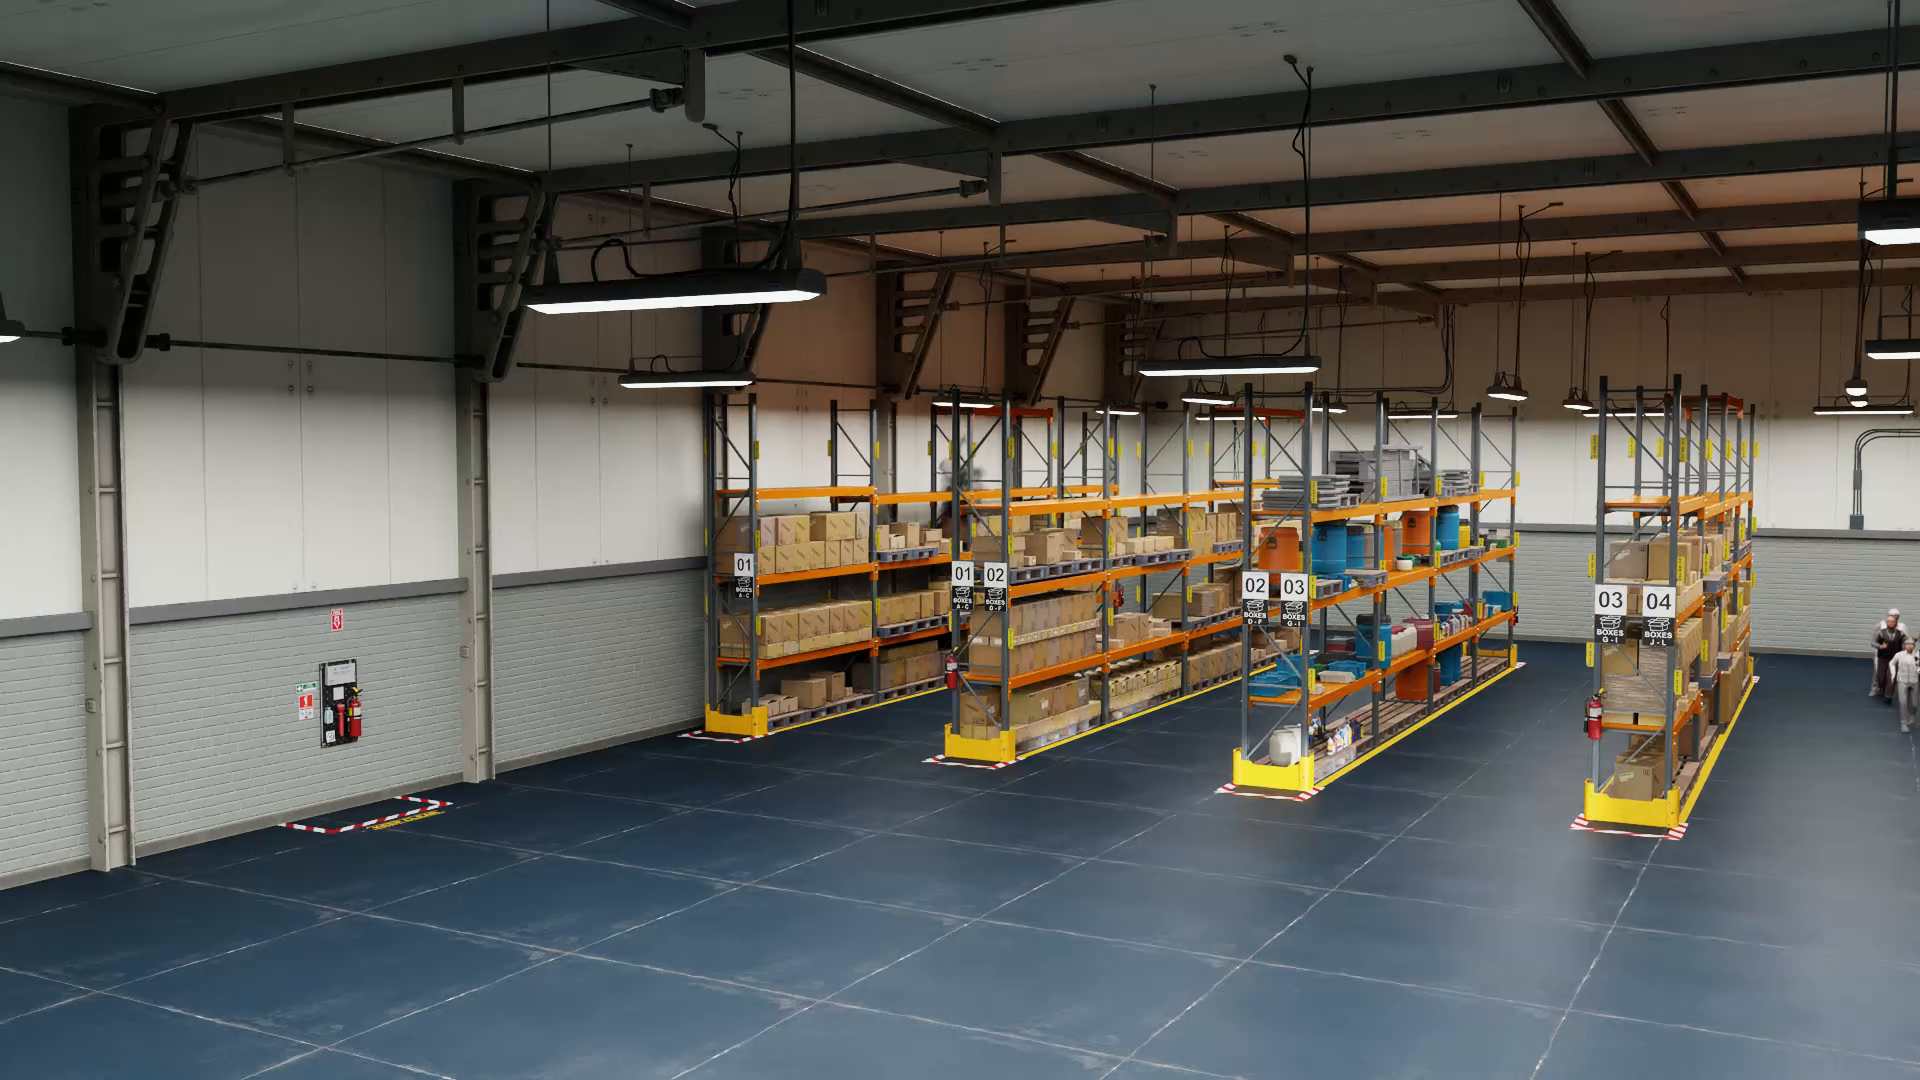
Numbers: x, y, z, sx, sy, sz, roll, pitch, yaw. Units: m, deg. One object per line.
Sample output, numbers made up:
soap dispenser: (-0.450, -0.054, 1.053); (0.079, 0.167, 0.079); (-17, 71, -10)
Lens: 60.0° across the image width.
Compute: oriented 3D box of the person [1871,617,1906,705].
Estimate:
person: (18.358, 2.364, 32.838); (0.676, 1.702, 0.889); (2, 3, 27)

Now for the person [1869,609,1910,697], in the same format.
person: (18.975, 2.301, 33.889); (0.688, 1.820, 0.843); (2, 4, 35)

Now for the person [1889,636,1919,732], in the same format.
person: (16.875, 2.543, 29.581); (0.618, 1.672, 0.892); (2, 3, 28)
